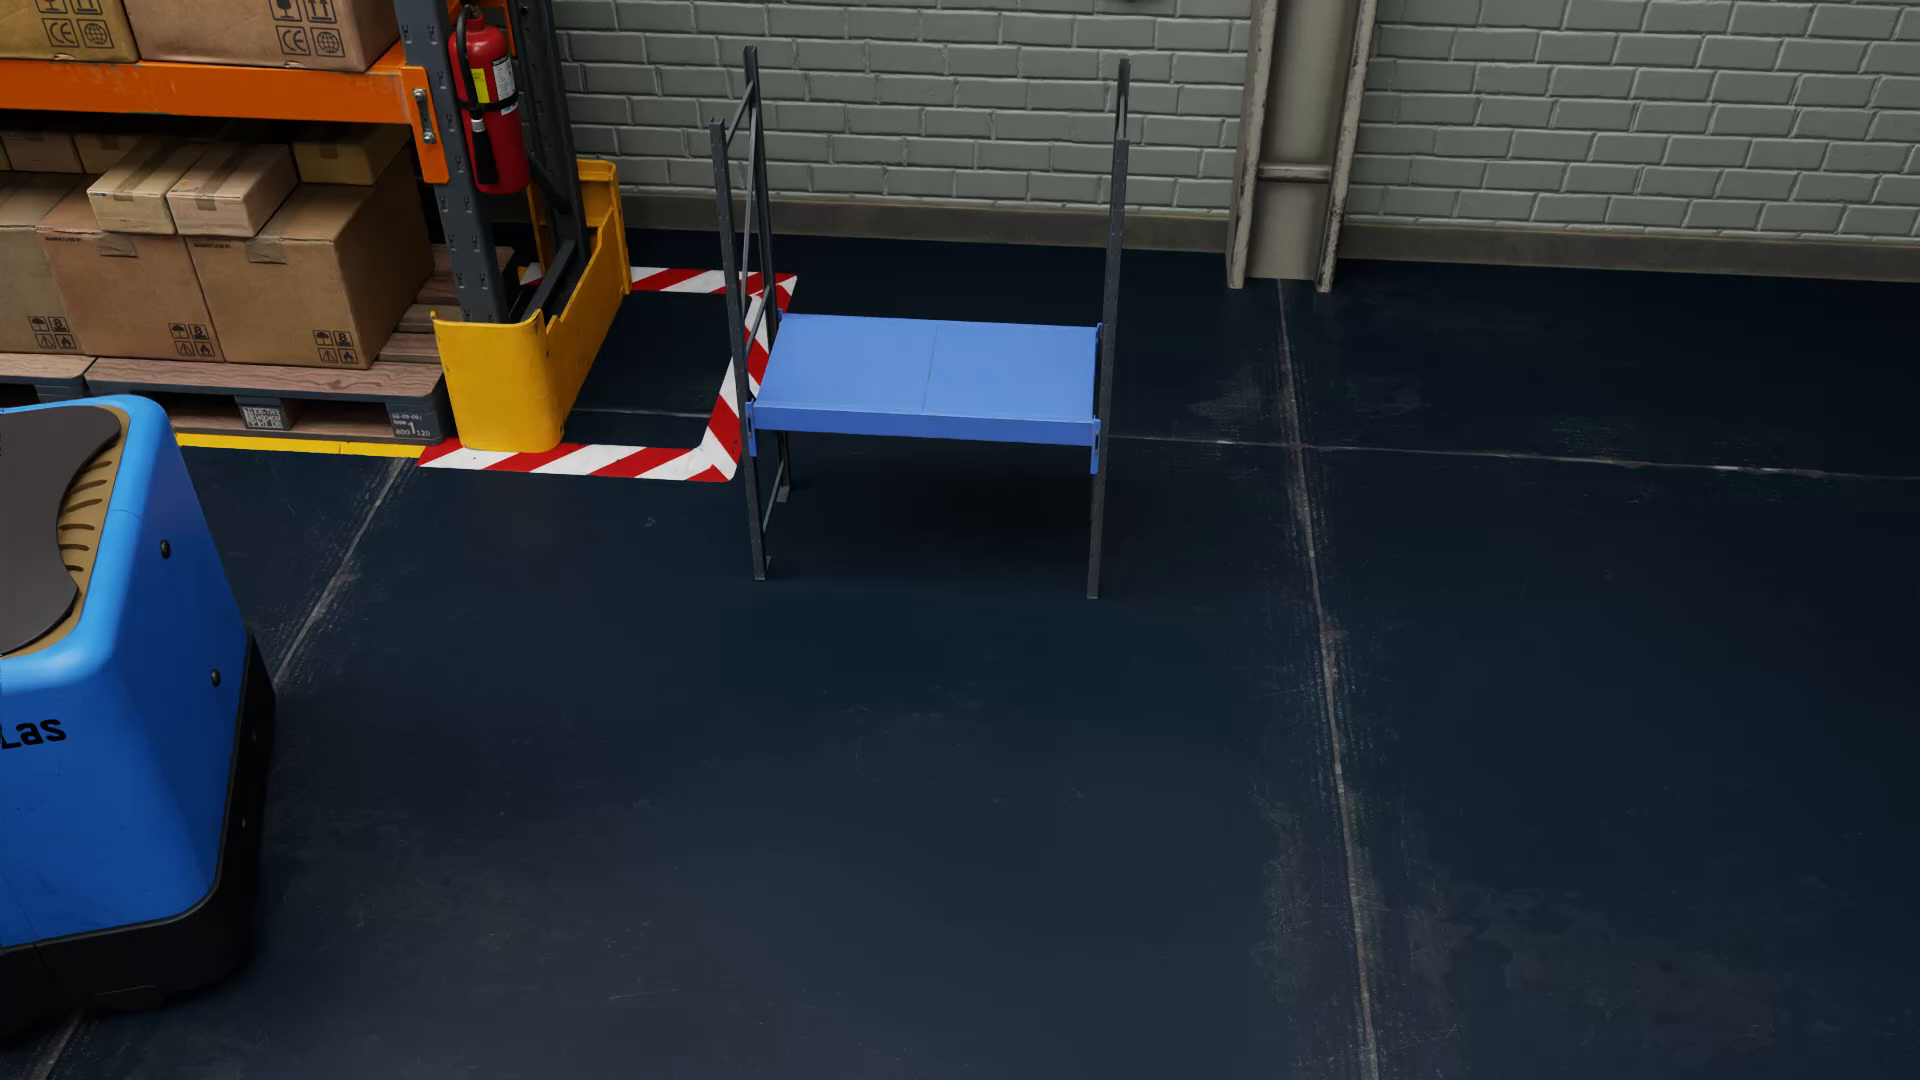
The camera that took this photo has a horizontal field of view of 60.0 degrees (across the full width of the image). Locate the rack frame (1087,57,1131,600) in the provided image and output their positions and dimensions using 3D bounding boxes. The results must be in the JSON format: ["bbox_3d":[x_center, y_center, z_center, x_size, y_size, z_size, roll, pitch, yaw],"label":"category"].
[{"bbox_3d":[0.421,-0.559,4.748,0.032,1.500,0.500,3,39,4],"label":"rack frame"}]

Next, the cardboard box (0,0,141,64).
[{"bbox_3d":[-2.747,-2.001,5.095,0.700,0.700,0.980,3,39,3],"label":"cardboard box"}]

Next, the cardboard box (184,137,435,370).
[{"bbox_3d":[-2.218,-0.999,5.749,0.500,0.500,0.700,3,39,4],"label":"cardboard box"}]

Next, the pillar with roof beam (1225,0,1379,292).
[{"bbox_3d":[0.881,-1.847,0.390,0.400,9.000,9.100,3,39,4],"label":"pillar with roof beam"}]

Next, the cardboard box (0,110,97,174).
[{"bbox_3d":[-3.084,-1.424,5.757,0.250,0.149,0.380,4,39,4],"label":"cardboard box"}]

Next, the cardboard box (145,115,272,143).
[{"bbox_3d":[-2.581,-1.397,5.724,0.250,0.149,0.380,3,39,4],"label":"cardboard box"}]

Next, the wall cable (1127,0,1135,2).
[{"bbox_3d":[-0.155,-2.750,5.447,1.851,1.984,0.084,3,39,4],"label":"wall cable"}]

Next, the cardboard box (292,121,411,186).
[{"bbox_3d":[-2.076,-1.370,5.690,0.250,0.149,0.380,3,39,4],"label":"cardboard box"}]

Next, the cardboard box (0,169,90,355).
[{"bbox_3d":[-3.218,-1.053,5.815,0.500,0.500,0.700,2,39,2],"label":"cardboard box"}]

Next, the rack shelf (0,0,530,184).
[{"bbox_3d":[-3.505,-1.660,5.484,4.000,0.370,1.077,3,39,4],"label":"rack shelf"}]

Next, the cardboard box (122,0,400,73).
[{"bbox_3d":[-2.021,-1.968,5.055,0.700,0.700,0.980,5,39,6],"label":"cardboard box"}]

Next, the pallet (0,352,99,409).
[{"bbox_3d":[-3.528,-0.811,6.080,1.213,0.211,1.003,3,39,4],"label":"pallet"}]

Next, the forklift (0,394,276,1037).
[{"bbox_3d":[-3.264,-0.157,3.121,3.031,2.935,1.130,-9,40,-10],"label":"forklift"}]

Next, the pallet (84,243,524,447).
[{"bbox_3d":[-2.316,-0.743,5.996,1.213,0.211,1.003,3,39,4],"label":"pallet"}]

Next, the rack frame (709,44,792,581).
[{"bbox_3d":[-0.591,-0.614,4.816,0.032,1.500,0.500,3,39,4],"label":"rack frame"}]

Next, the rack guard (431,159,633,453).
[{"bbox_3d":[-1.488,-0.860,5.910,0.348,0.500,1.175,3,39,4],"label":"rack guard"}]

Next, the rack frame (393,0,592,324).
[{"bbox_3d":[-1.512,-1.831,5.123,0.127,3.000,1.000,3,39,4],"label":"rack frame"}]

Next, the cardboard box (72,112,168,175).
[{"bbox_3d":[-2.831,-1.411,5.741,0.250,0.149,0.380,3,39,4],"label":"cardboard box"}]

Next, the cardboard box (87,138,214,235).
[{"bbox_3d":[-2.617,-1.157,5.428,0.250,0.149,0.380,4,39,5],"label":"cardboard box"}]

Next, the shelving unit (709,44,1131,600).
[{"bbox_3d":[-0.085,-0.586,4.782,1.048,1.500,0.538,3,39,4],"label":"shelving unit"}]

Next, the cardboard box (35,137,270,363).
[{"bbox_3d":[-2.717,-1.026,5.782,0.500,0.500,0.700,3,39,4],"label":"cardboard box"}]

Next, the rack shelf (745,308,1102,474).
[{"bbox_3d":[-0.085,-0.447,4.896,1.000,0.185,0.538,3,39,4],"label":"rack shelf"}]

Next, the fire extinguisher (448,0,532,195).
[{"bbox_3d":[-1.402,-1.357,4.898,0.183,0.674,0.296,3,39,4],"label":"fire extinguisher"}]

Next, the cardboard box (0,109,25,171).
[{"bbox_3d":[-3.340,-1.438,5.774,0.250,0.149,0.380,4,39,4],"label":"cardboard box"}]

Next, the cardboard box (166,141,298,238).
[{"bbox_3d":[-2.362,-1.143,5.412,0.250,0.149,0.380,3,39,3],"label":"cardboard box"}]
